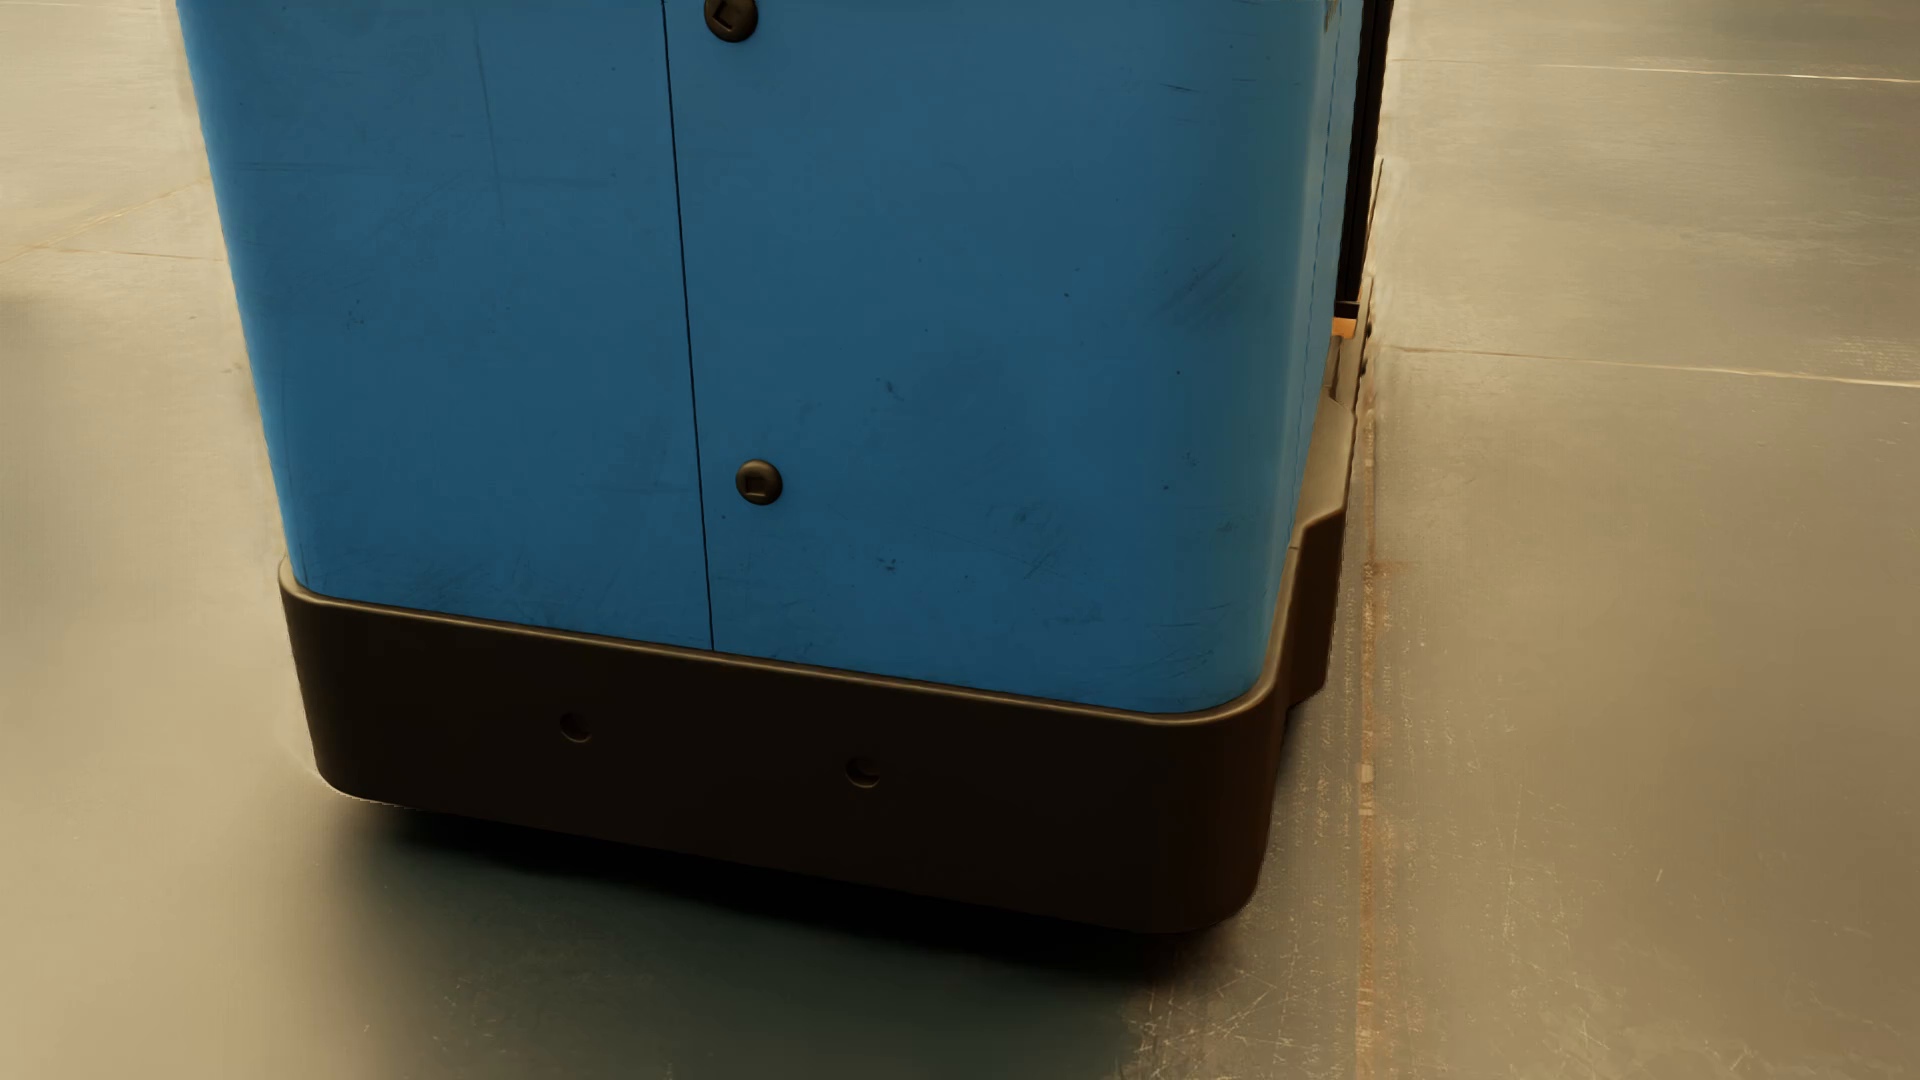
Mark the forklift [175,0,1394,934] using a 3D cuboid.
[{"bbox_3d":[0.154,-1.576,2.370,1.130,2.935,3.031,7,28,13],"label":"forklift"}]
